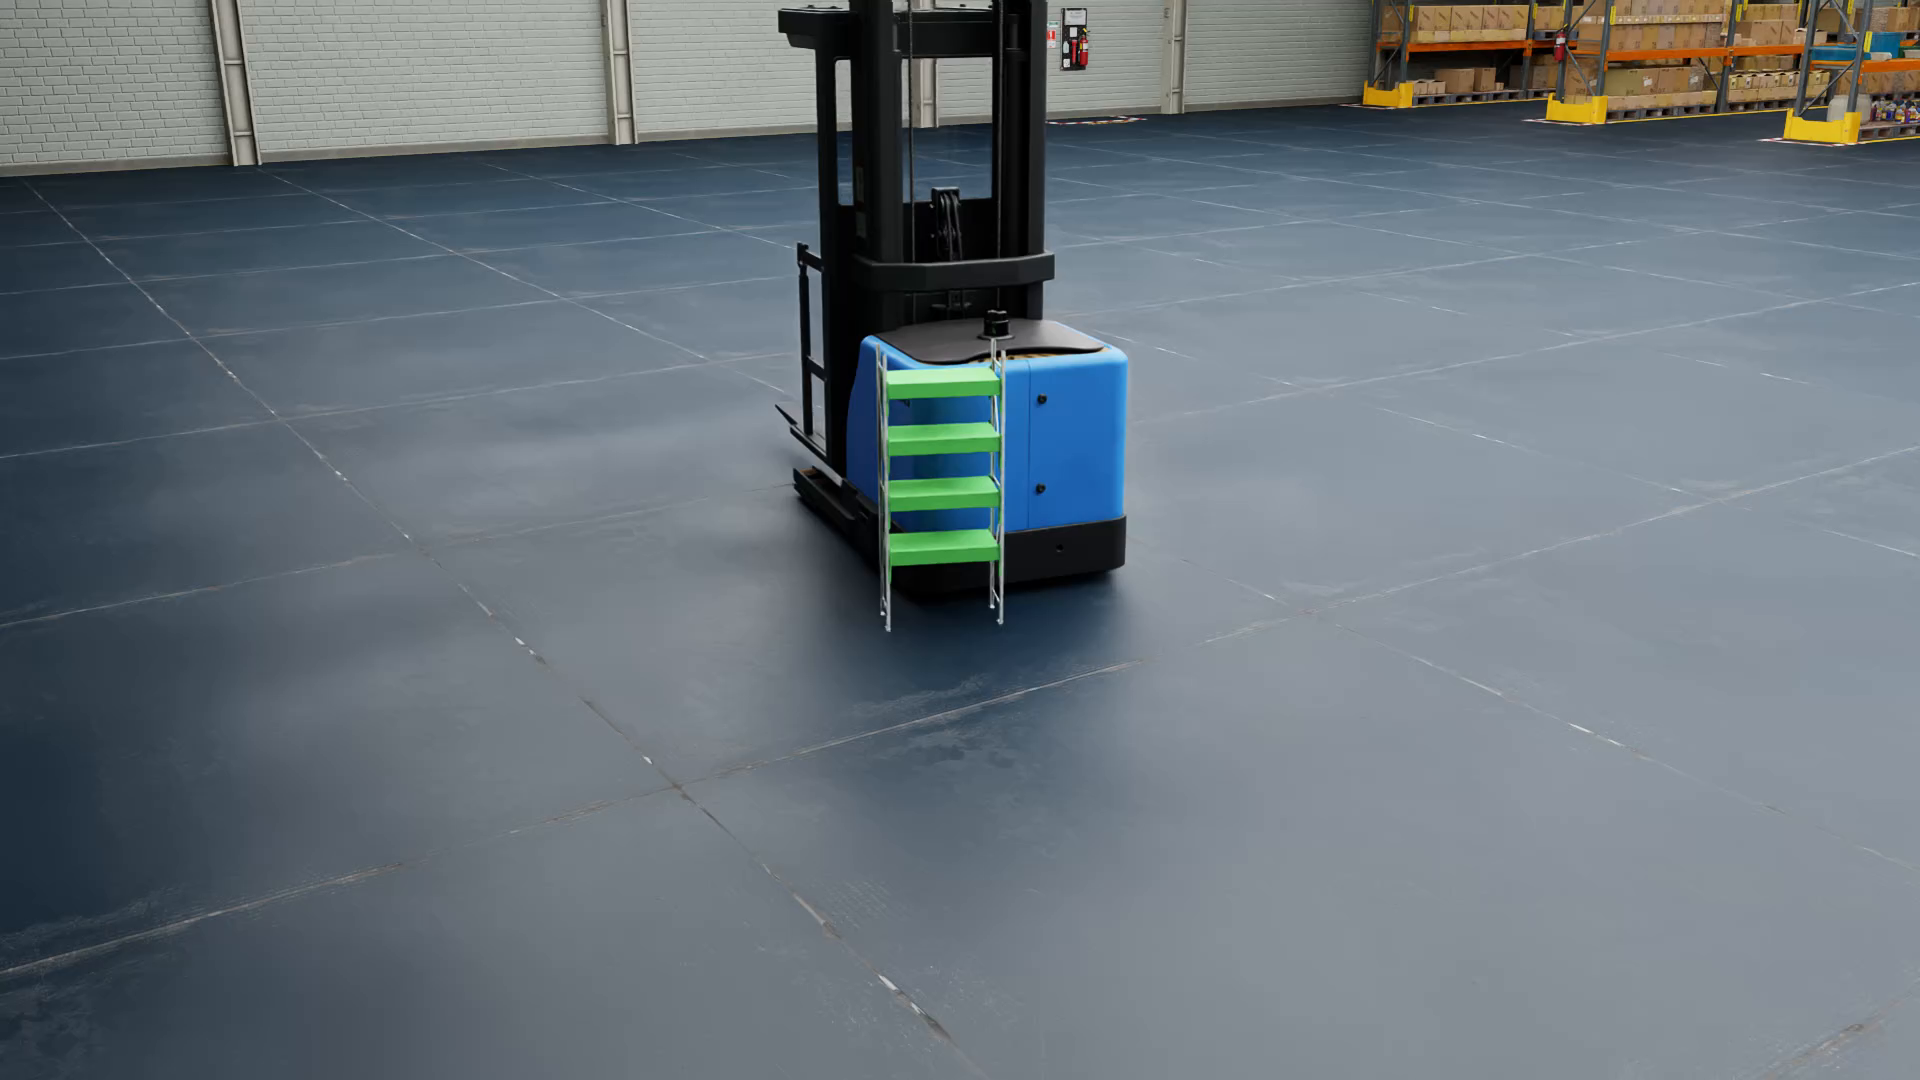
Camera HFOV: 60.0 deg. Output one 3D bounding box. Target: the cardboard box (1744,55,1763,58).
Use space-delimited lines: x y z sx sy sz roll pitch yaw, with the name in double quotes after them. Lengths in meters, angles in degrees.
20.356 -12.457 42.644 0.250 0.149 0.380 -11 22 -30 "cardboard box"

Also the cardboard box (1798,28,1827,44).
18.347 -10.896 35.930 0.500 0.311 0.500 -10 21 -28 "cardboard box"

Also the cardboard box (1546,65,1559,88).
13.616 -10.873 38.939 0.500 0.500 0.700 -12 22 -32 "cardboard box"

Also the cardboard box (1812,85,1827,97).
18.370 -9.729 35.976 0.500 0.250 0.500 -11 22 -30 "cardboard box"

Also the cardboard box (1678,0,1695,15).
14.127 -10.691 33.002 0.500 0.500 0.700 -12 22 -31 "cardboard box"

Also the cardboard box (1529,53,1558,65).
13.578 -11.202 38.742 0.500 0.250 0.500 -12 22 -33 "cardboard box"

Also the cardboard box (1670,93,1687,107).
14.235 -8.865 33.420 0.500 0.250 0.500 -12 22 -31 "cardboard box"

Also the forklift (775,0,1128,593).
-0.243 -1.588 8.367 1.130 2.935 3.031 -7 20 -20 "forklift"

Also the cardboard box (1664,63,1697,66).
14.775 -9.540 34.245 0.500 0.500 0.500 -12 22 -31 "cardboard box"

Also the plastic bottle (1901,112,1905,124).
16.487 -7.393 29.111 0.097 0.201 0.097 0 19 0 "plastic bottle"

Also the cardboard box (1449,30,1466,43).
10.703 -11.029 36.386 0.500 0.250 0.500 -12 22 -32 "cardboard box"

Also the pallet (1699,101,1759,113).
15.928 -9.105 34.848 1.213 0.211 1.003 -12 22 -31 "pallet"

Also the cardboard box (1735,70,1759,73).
16.786 -9.864 35.501 0.500 0.311 0.500 -12 22 -32 "cardboard box"

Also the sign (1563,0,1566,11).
11.707 -10.390 32.115 0.005 0.325 0.100 -12 22 -31 "sign"

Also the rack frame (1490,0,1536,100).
12.607 -11.610 37.904 0.127 3.000 1.000 -12 22 -31 "rack frame"

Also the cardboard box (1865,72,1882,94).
20.068 -10.199 36.946 0.500 0.500 0.500 -12 22 -32 "cardboard box"

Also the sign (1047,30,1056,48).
1.760 -9.726 32.273 0.234 0.329 0.001 -12 22 -31 "sign"

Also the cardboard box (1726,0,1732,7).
19.039 -13.422 41.439 0.500 0.250 0.500 -11 22 -30 "cardboard box"

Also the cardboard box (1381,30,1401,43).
9.550 -10.978 36.237 0.500 0.250 0.500 -12 22 -31 "cardboard box"

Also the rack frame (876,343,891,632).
-0.323 -0.214 7.004 0.015 1.200 0.240 -3 19 -9 "rack frame"

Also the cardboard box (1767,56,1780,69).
20.820 -12.316 43.238 0.500 0.500 0.700 -11 22 -30 "cardboard box"

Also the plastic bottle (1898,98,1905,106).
17.153 -7.883 30.327 0.185 0.351 0.144 -11 22 -30 "plastic bottle"

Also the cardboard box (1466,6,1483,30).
11.108 -11.471 36.524 0.500 0.500 0.500 -11 22 -30 "cardboard box"

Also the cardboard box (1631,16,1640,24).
12.868 -10.038 32.085 0.250 0.149 0.380 -12 22 -31 "cardboard box"

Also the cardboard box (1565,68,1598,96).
12.278 -9.007 32.670 0.500 0.500 0.500 -12 22 -31 "cardboard box"

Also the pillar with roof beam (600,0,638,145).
-3.291 -9.780 23.124 0.400 9.000 9.100 -12 22 -31 "pillar with roof beam"

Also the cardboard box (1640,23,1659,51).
13.244 -9.887 32.651 0.500 0.500 0.700 -12 22 -31 "cardboard box"

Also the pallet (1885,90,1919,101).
21.357 -10.221 38.147 1.213 0.211 1.003 -12 22 -31 "pallet"

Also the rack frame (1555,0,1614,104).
11.994 -9.581 31.902 0.127 3.000 1.000 -12 22 -31 "rack frame"

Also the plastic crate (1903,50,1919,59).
16.839 -8.482 29.061 0.437 0.136 0.530 -12 22 -31 "plastic crate"

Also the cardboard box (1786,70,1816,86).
17.943 -9.901 35.610 0.500 0.311 0.500 -12 22 -32 "cardboard box"

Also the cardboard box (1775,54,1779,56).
21.250 -12.793 43.637 0.250 0.149 0.380 -12 22 -31 "cardboard box"

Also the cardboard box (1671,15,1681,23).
13.944 -10.265 32.754 0.250 0.149 0.380 -11 22 -30 "cardboard box"

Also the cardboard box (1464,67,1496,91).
11.762 -10.441 37.661 0.500 0.500 0.500 -14 23 -35 "cardboard box"

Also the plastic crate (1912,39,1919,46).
17.548 -8.873 29.903 0.504 0.338 0.767 -12 22 -31 "plastic crate"

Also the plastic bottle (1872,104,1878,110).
16.349 -7.676 29.833 0.135 0.276 0.152 -13 22 -33 "plastic bottle"

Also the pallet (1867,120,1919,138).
16.452 -7.316 29.556 1.213 0.211 1.003 -12 22 -31 "pallet"

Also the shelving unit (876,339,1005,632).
-0.082 -0.227 7.042 0.503 1.200 0.258 -3 19 -9 "shelving unit"

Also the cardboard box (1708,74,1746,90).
15.816 -9.454 34.288 0.500 0.311 0.500 -12 22 -31 "cardboard box"

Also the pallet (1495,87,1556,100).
13.256 -10.427 38.757 1.213 0.211 1.003 -12 22 -31 "pallet"

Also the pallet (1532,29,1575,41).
13.325 -11.615 38.218 1.213 0.211 1.003 -12 22 -31 "pallet"

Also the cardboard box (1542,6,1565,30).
13.521 -12.043 38.341 0.500 0.500 0.700 -9 21 -26 "cardboard box"

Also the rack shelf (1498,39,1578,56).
14.277 -11.622 39.061 4.000 0.370 1.077 -12 22 -31 "rack shelf"

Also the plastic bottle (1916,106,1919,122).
16.939 -7.521 29.382 0.097 0.271 0.097 0 19 0 "plastic bottle"

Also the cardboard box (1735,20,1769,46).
16.425 -10.557 34.632 0.500 0.500 0.500 -10 21 -28 "cardboard box"

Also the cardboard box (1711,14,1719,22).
15.017 -10.492 33.428 0.250 0.149 0.380 -12 22 -33 "cardboard box"

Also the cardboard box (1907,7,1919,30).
21.497 -11.918 38.001 0.700 0.500 0.500 14 23 35 "cardboard box"

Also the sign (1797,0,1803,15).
18.369 -11.645 36.322 0.005 0.325 0.100 -12 22 -31 "sign"

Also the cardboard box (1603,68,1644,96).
12.980 -8.957 32.521 0.500 0.500 0.500 -12 22 -31 "cardboard box"

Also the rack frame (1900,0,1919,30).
22.016 -11.695 38.154 0.127 3.000 1.000 -12 22 -31 "rack frame"

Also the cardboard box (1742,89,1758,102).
16.235 -9.277 34.639 0.500 0.250 0.500 -11 22 -30 "cardboard box"

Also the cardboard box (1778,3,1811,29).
21.607 -13.642 43.446 0.700 0.700 0.980 -12 22 -32 "cardboard box"
